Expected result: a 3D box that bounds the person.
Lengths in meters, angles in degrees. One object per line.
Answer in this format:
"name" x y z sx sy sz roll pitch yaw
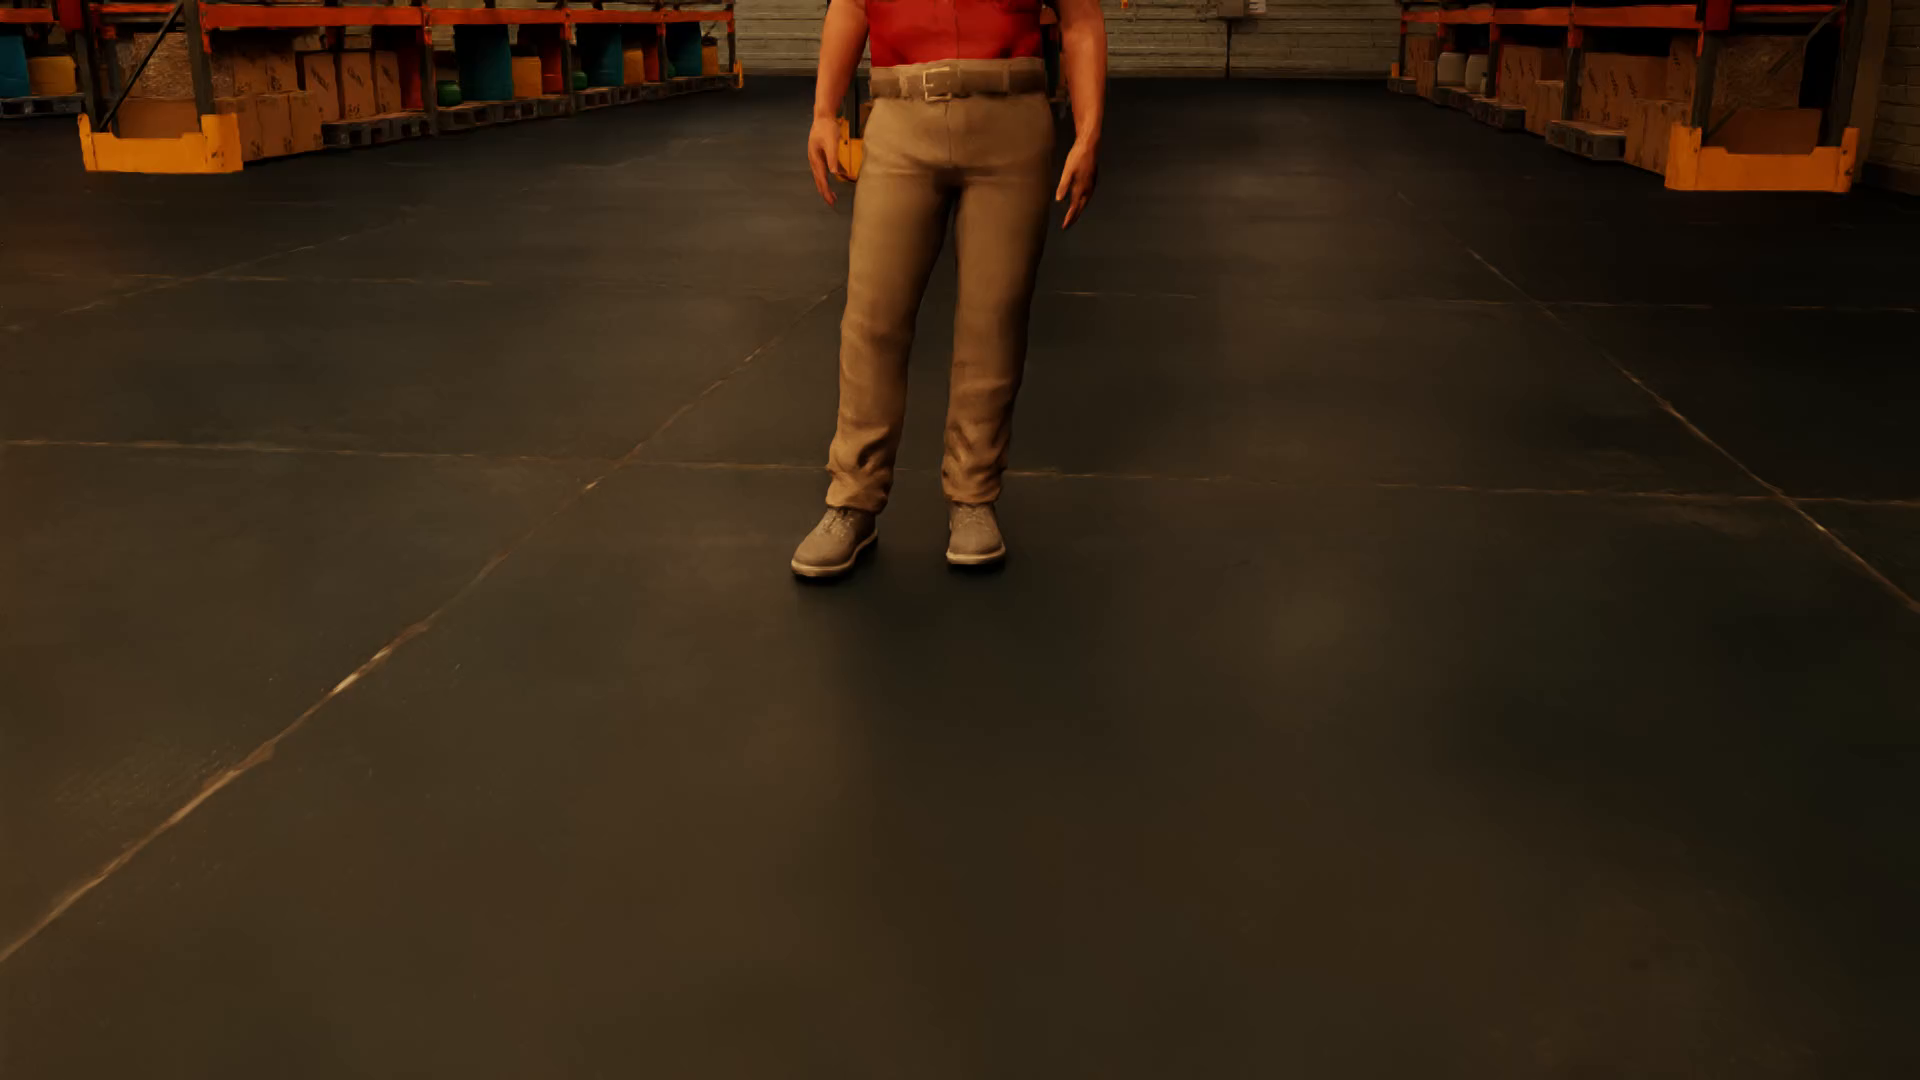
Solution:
"person" -0.023 -0.805 3.480 0.640 1.726 0.550 2 18 7
